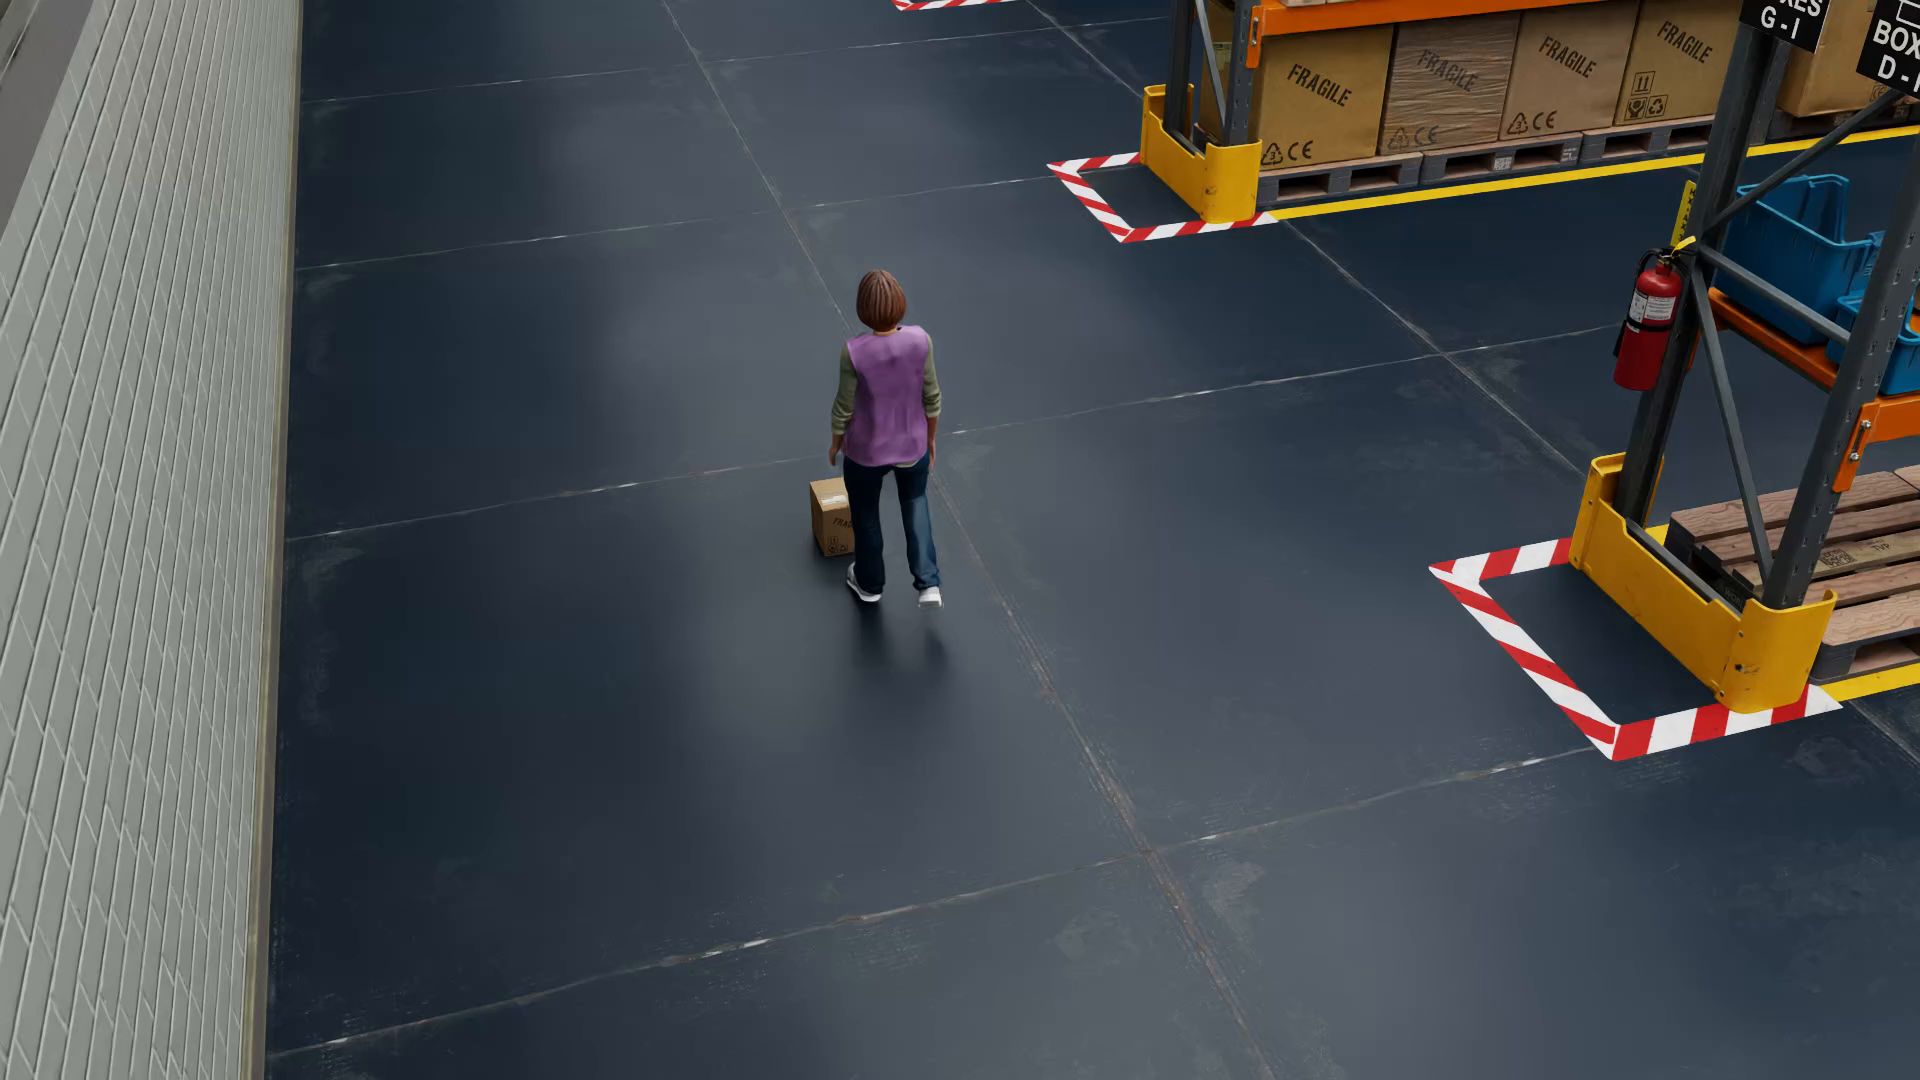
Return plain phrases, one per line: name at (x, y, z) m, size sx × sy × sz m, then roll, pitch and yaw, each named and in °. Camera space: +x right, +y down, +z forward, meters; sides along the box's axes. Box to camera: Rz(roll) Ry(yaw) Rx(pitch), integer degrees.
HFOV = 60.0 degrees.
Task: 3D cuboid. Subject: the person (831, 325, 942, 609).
person at (-0.302, -0.280, 6.737) m, size 0.436 × 1.362 × 0.594 m, roll -11°, pitch 36°, yaw -16°
